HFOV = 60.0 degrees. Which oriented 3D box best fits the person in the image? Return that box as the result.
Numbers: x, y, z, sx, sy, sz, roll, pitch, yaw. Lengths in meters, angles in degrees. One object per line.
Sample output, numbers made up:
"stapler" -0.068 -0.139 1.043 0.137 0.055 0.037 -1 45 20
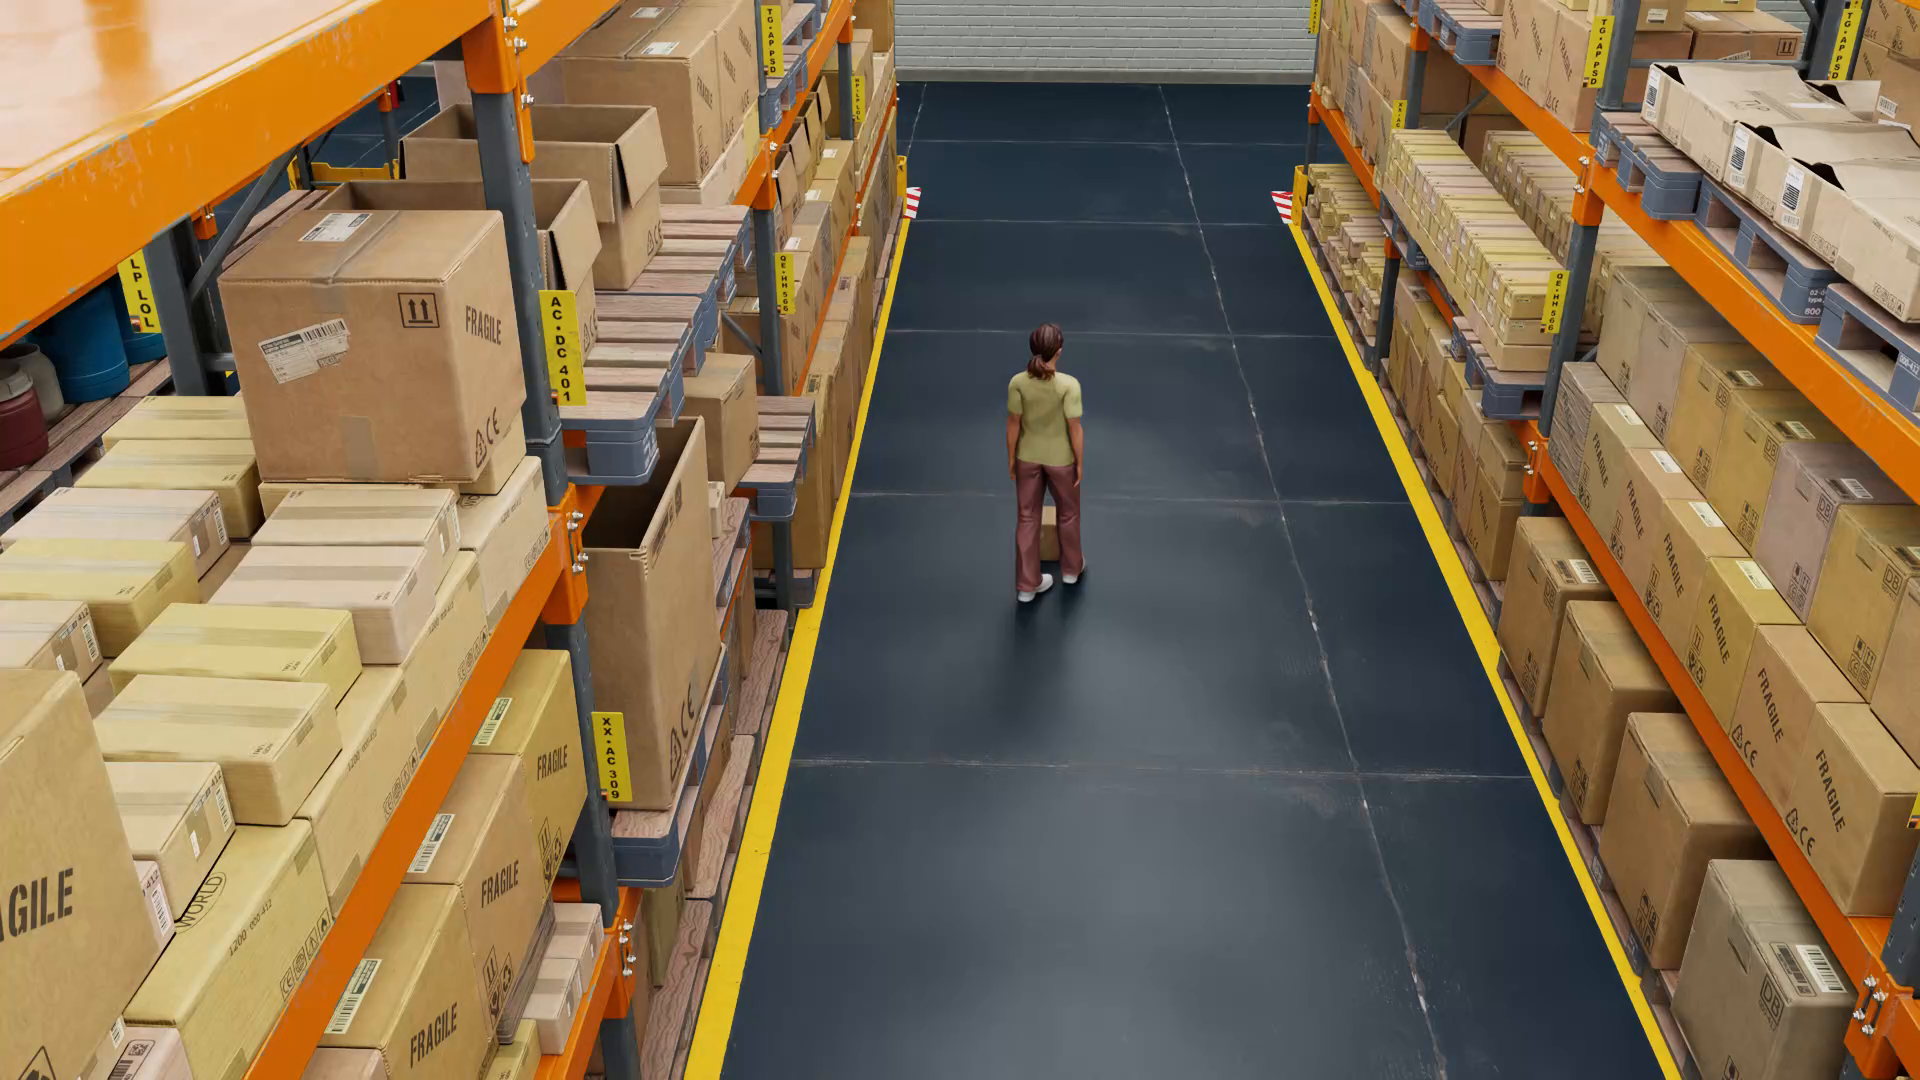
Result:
"person" 0.510 -0.490 9.535 0.446 1.664 0.589 7 29 13
